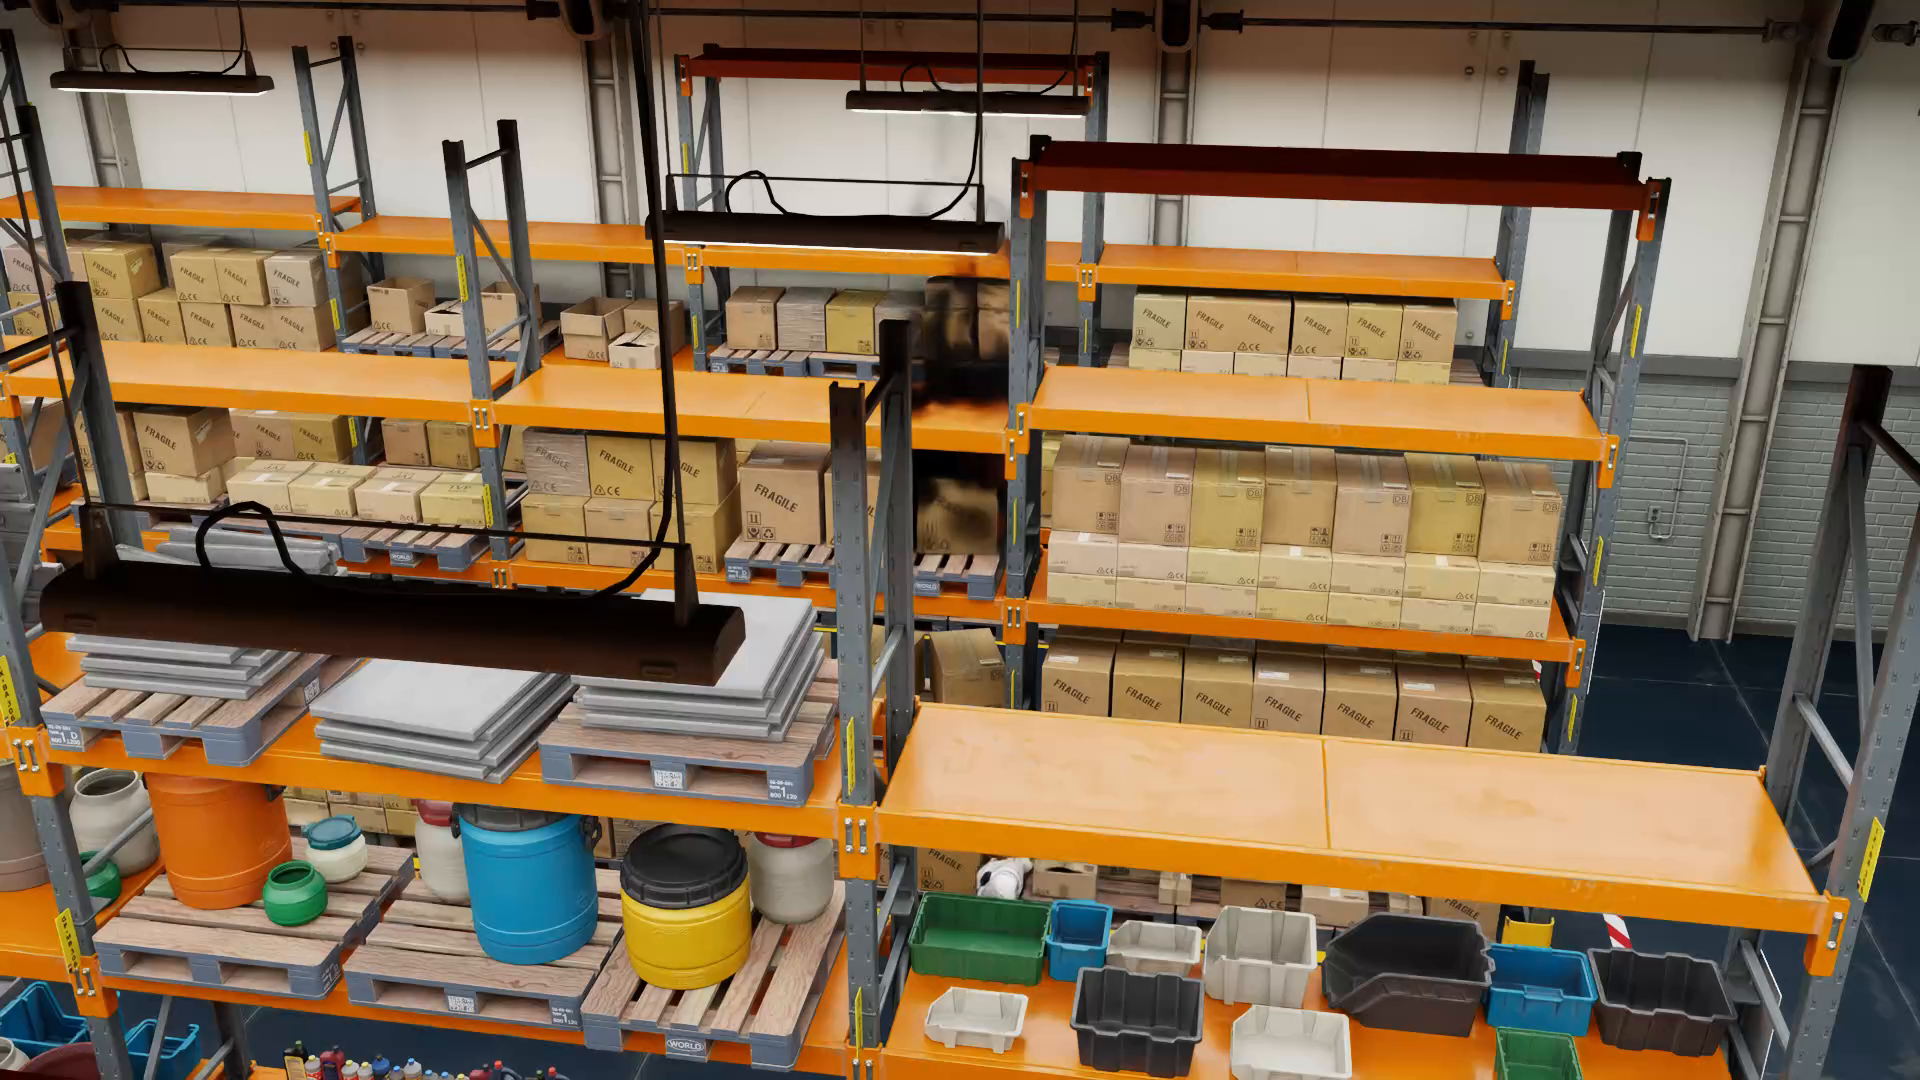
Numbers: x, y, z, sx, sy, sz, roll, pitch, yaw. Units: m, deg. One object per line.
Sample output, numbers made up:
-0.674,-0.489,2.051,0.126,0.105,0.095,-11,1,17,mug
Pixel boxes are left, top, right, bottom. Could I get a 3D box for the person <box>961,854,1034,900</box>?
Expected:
0.257,2.640,11.244,0.847,1.727,0.582,0,23,0,person
